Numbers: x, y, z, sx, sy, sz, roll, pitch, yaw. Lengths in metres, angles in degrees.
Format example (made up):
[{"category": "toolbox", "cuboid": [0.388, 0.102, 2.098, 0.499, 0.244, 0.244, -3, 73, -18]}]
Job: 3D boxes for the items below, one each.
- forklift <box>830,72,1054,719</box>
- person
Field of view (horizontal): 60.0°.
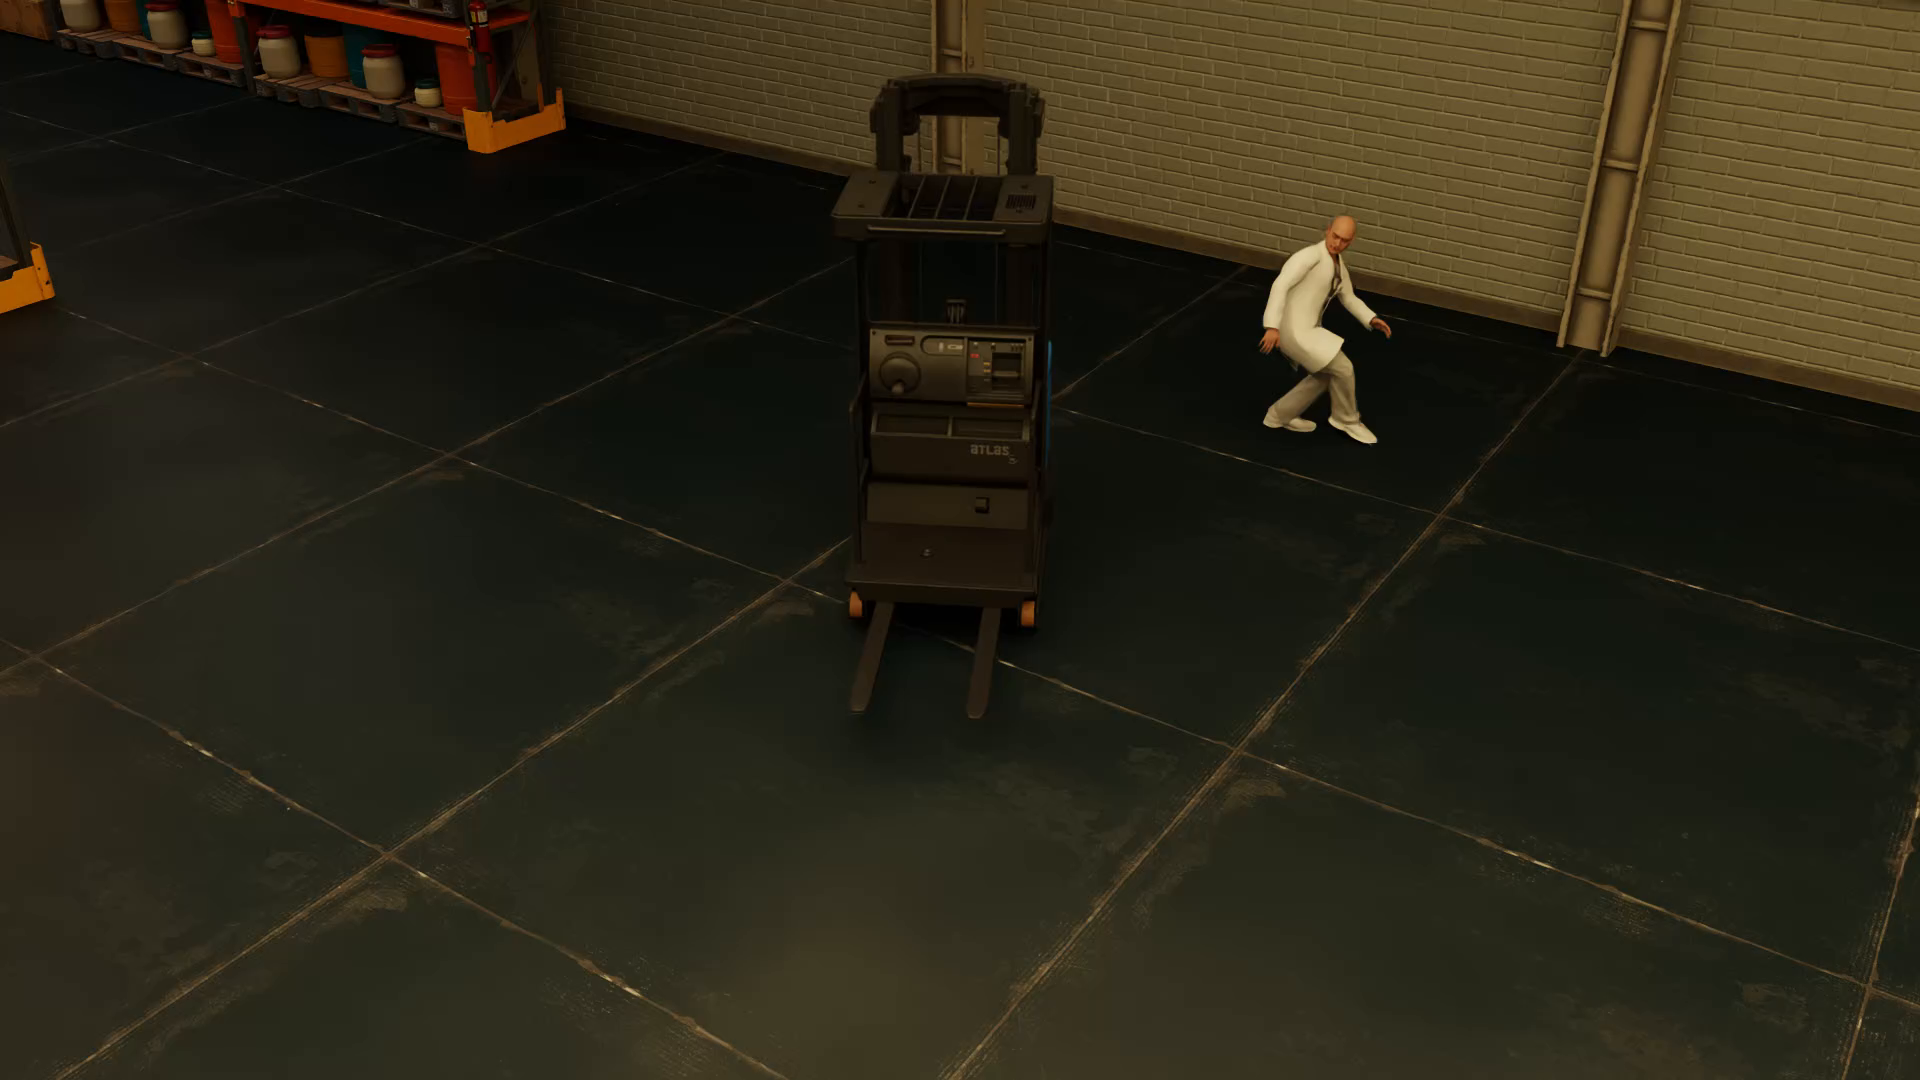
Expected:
[{"category": "forklift", "cuboid": [-0.069, -0.938, 9.196, 1.130, 2.935, 3.031, 3, 30, 5]}, {"category": "person", "cuboid": [2.505, -1.383, 11.322, 0.828, 1.599, 0.804, 11, 32, 18]}]
